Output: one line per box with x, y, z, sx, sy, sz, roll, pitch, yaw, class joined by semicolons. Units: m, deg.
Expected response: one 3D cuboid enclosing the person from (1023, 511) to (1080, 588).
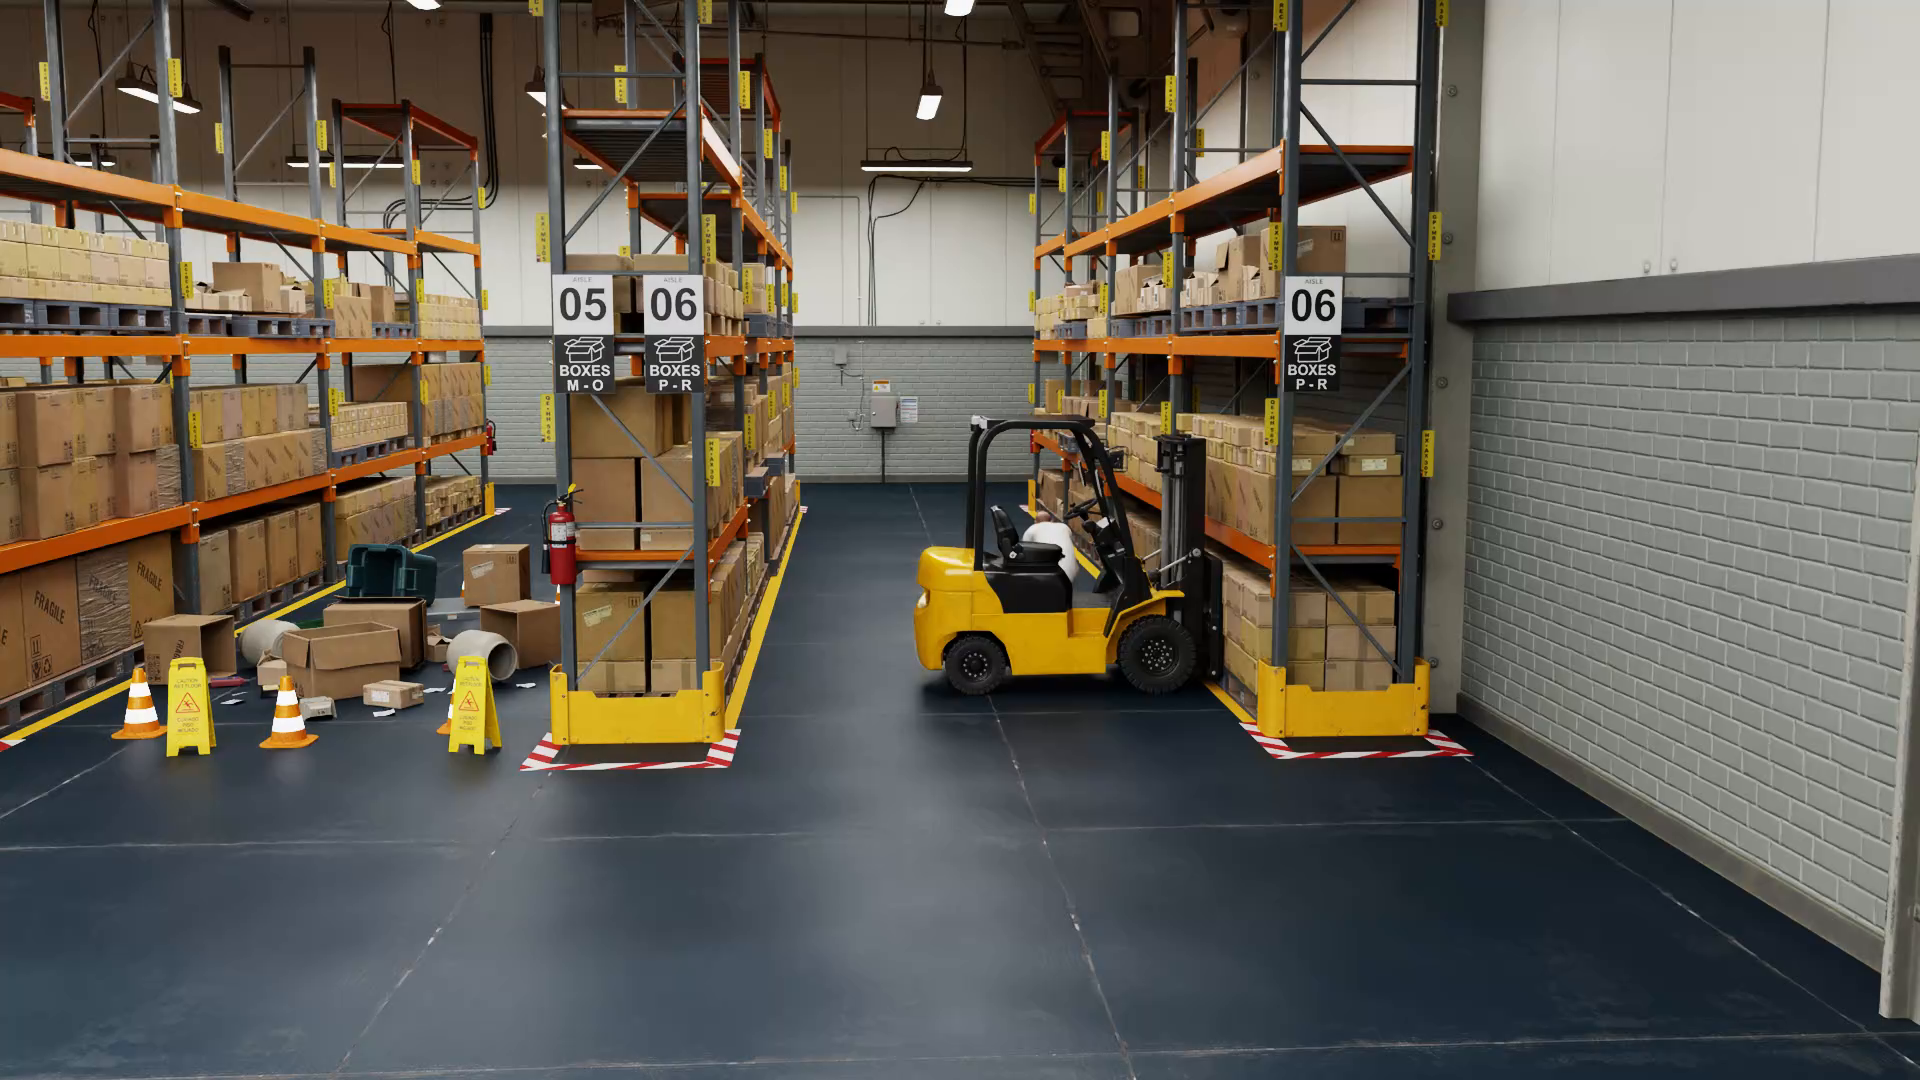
0.942;0.228;17.205;0.579;1.004;0.926;-1;7;-5;person
